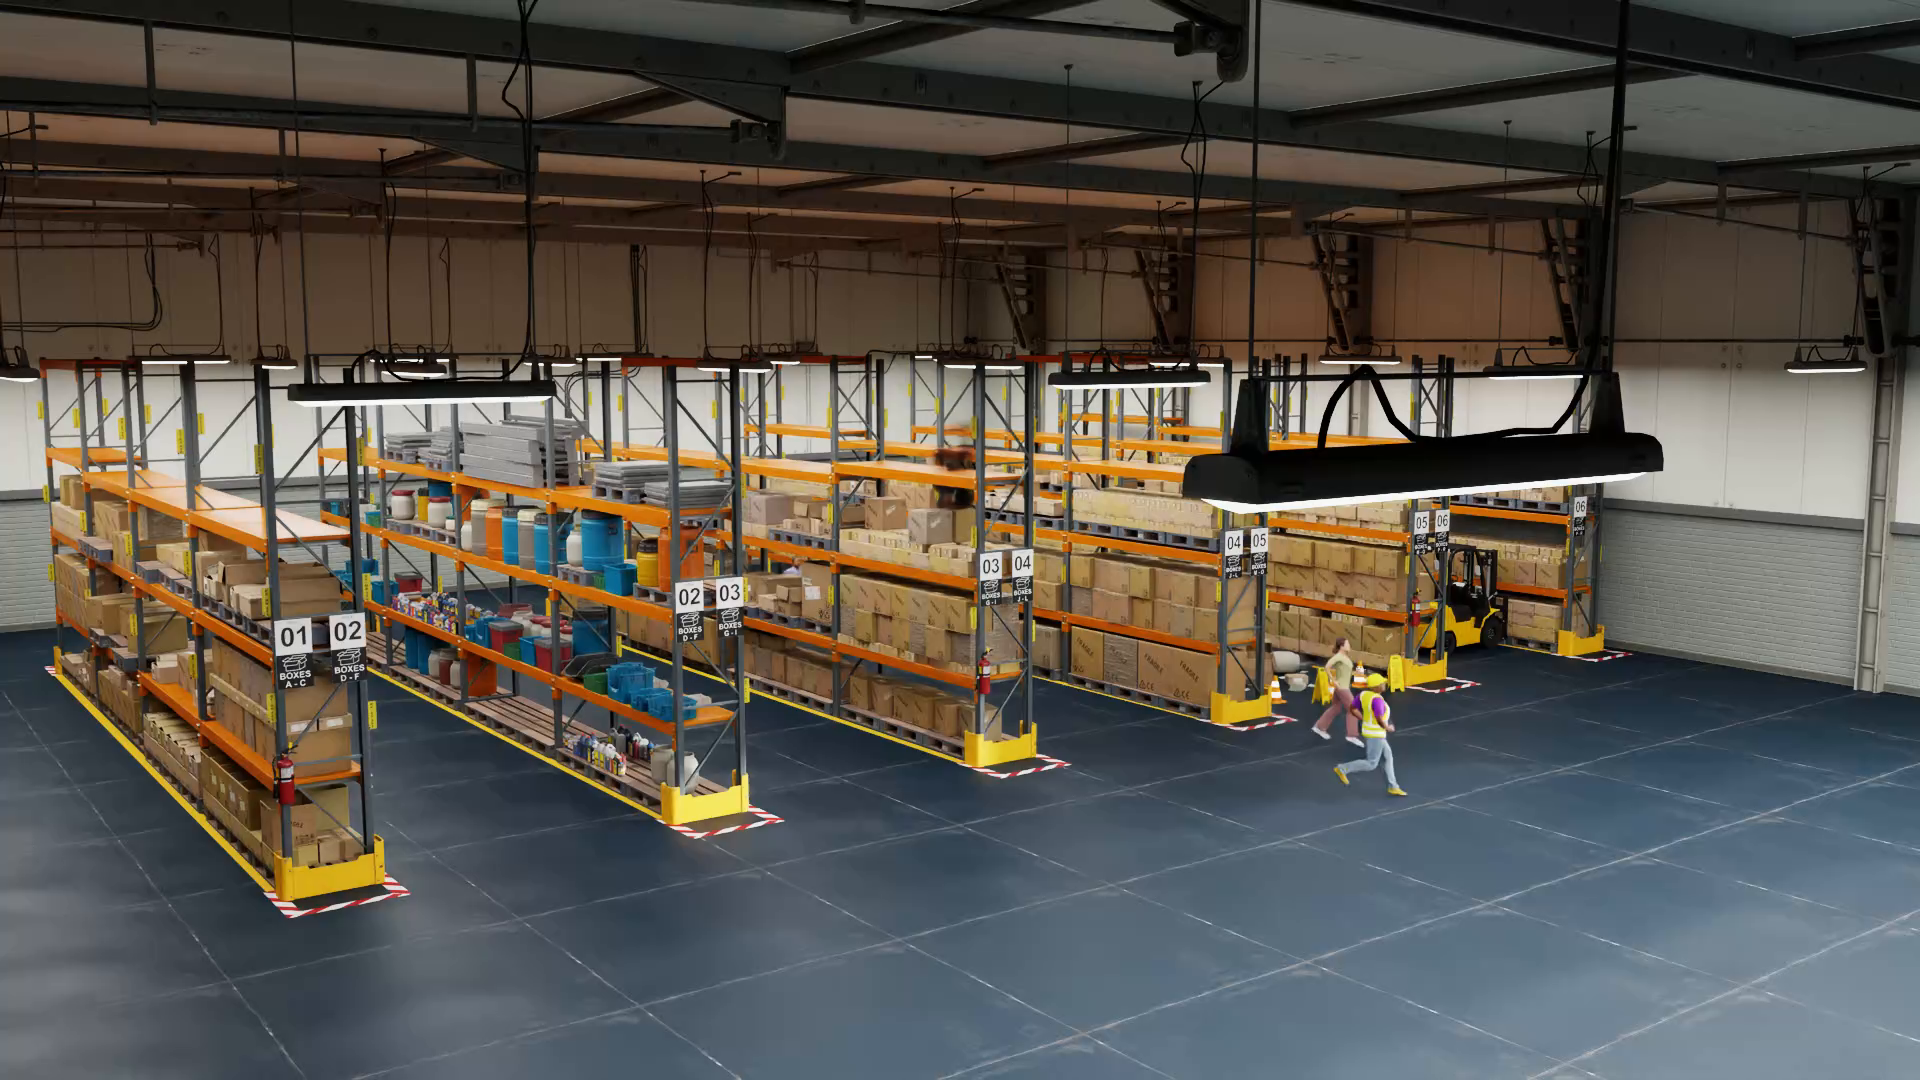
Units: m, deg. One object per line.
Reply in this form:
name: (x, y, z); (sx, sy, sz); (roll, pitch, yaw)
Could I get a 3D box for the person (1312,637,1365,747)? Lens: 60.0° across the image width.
person: (5.982, 2.368, 26.121); (0.800, 1.692, 0.562); (2, 7, 17)

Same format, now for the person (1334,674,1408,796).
person: (5.720, 2.723, 23.047); (1.101, 1.757, 0.670); (0, 7, -2)

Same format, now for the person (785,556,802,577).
person: (-3.589, 1.178, 36.306); (0.622, 1.665, 0.876); (-6, 9, -39)
